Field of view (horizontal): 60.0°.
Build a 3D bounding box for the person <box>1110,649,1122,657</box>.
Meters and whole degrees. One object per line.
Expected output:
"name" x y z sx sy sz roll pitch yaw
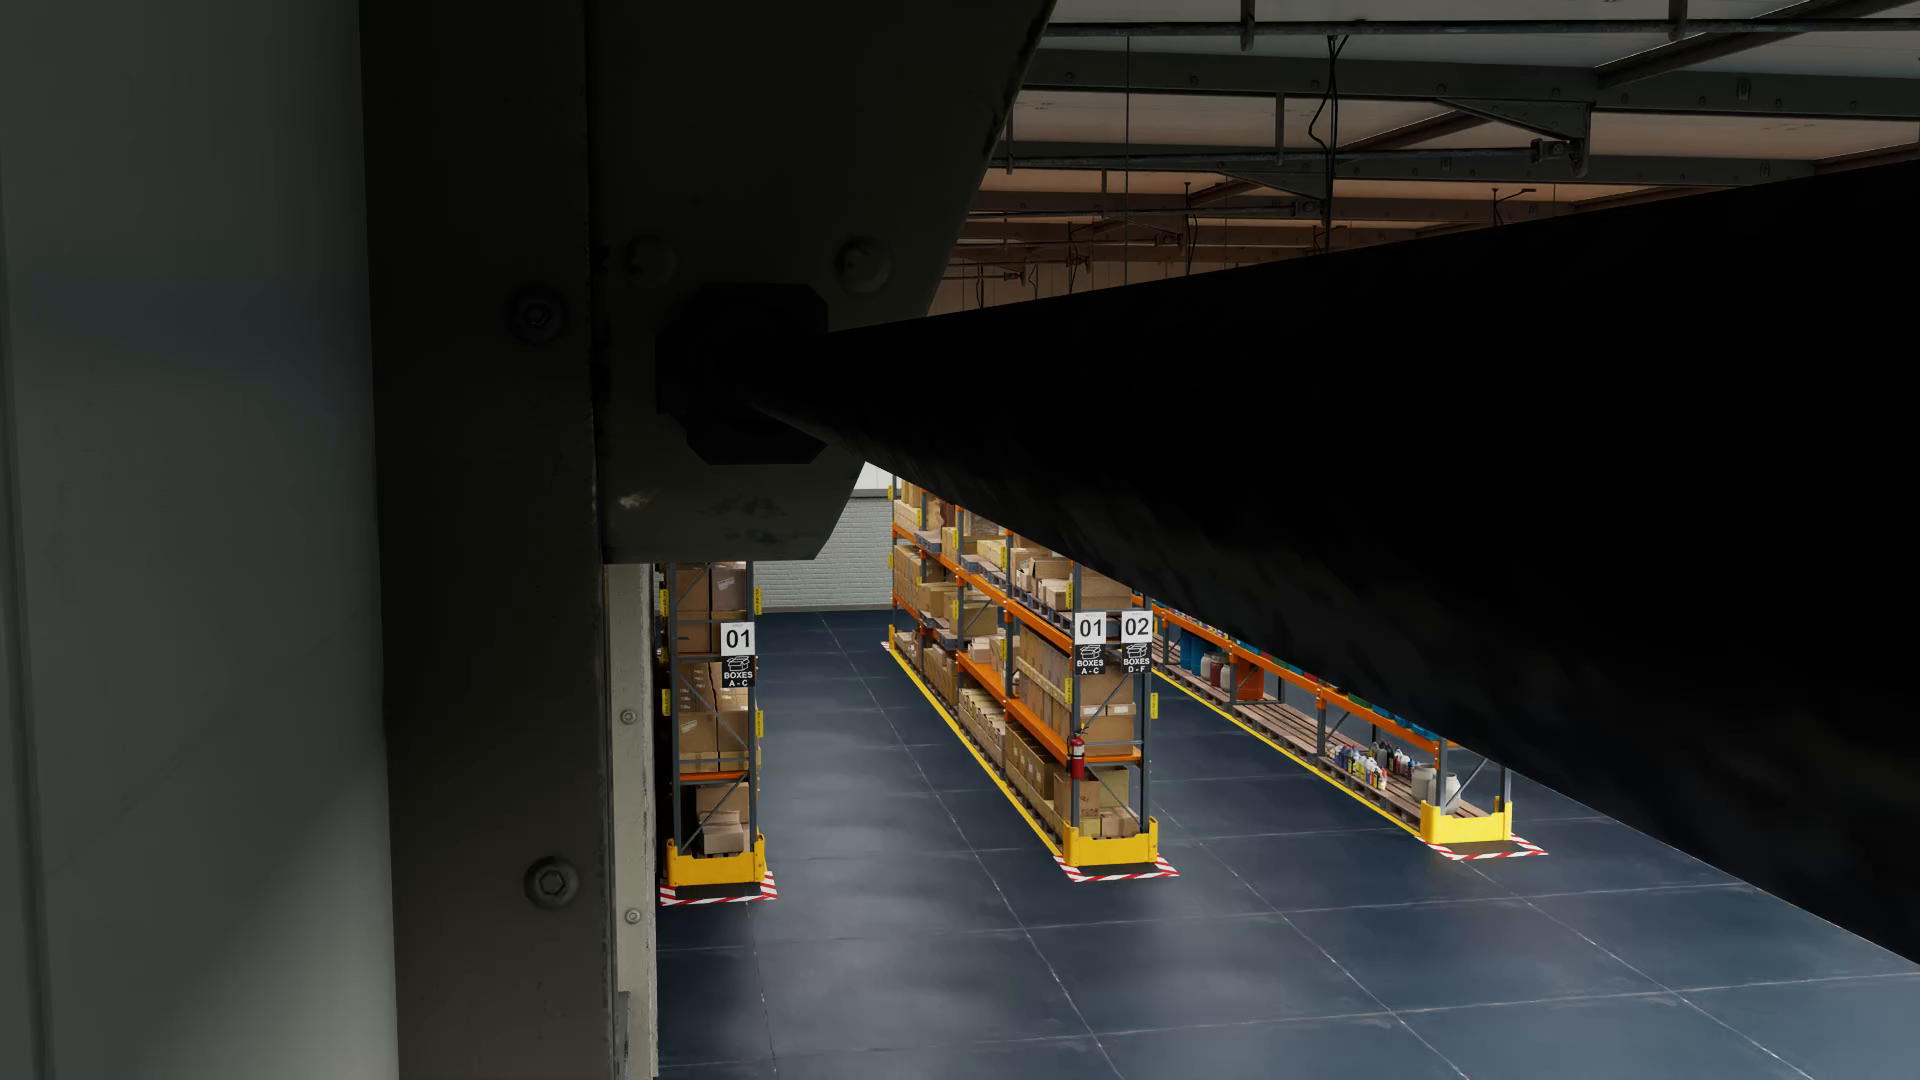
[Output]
"person" 2.684 2.453 28.470 0.565 1.616 0.778 -2 6 -18
